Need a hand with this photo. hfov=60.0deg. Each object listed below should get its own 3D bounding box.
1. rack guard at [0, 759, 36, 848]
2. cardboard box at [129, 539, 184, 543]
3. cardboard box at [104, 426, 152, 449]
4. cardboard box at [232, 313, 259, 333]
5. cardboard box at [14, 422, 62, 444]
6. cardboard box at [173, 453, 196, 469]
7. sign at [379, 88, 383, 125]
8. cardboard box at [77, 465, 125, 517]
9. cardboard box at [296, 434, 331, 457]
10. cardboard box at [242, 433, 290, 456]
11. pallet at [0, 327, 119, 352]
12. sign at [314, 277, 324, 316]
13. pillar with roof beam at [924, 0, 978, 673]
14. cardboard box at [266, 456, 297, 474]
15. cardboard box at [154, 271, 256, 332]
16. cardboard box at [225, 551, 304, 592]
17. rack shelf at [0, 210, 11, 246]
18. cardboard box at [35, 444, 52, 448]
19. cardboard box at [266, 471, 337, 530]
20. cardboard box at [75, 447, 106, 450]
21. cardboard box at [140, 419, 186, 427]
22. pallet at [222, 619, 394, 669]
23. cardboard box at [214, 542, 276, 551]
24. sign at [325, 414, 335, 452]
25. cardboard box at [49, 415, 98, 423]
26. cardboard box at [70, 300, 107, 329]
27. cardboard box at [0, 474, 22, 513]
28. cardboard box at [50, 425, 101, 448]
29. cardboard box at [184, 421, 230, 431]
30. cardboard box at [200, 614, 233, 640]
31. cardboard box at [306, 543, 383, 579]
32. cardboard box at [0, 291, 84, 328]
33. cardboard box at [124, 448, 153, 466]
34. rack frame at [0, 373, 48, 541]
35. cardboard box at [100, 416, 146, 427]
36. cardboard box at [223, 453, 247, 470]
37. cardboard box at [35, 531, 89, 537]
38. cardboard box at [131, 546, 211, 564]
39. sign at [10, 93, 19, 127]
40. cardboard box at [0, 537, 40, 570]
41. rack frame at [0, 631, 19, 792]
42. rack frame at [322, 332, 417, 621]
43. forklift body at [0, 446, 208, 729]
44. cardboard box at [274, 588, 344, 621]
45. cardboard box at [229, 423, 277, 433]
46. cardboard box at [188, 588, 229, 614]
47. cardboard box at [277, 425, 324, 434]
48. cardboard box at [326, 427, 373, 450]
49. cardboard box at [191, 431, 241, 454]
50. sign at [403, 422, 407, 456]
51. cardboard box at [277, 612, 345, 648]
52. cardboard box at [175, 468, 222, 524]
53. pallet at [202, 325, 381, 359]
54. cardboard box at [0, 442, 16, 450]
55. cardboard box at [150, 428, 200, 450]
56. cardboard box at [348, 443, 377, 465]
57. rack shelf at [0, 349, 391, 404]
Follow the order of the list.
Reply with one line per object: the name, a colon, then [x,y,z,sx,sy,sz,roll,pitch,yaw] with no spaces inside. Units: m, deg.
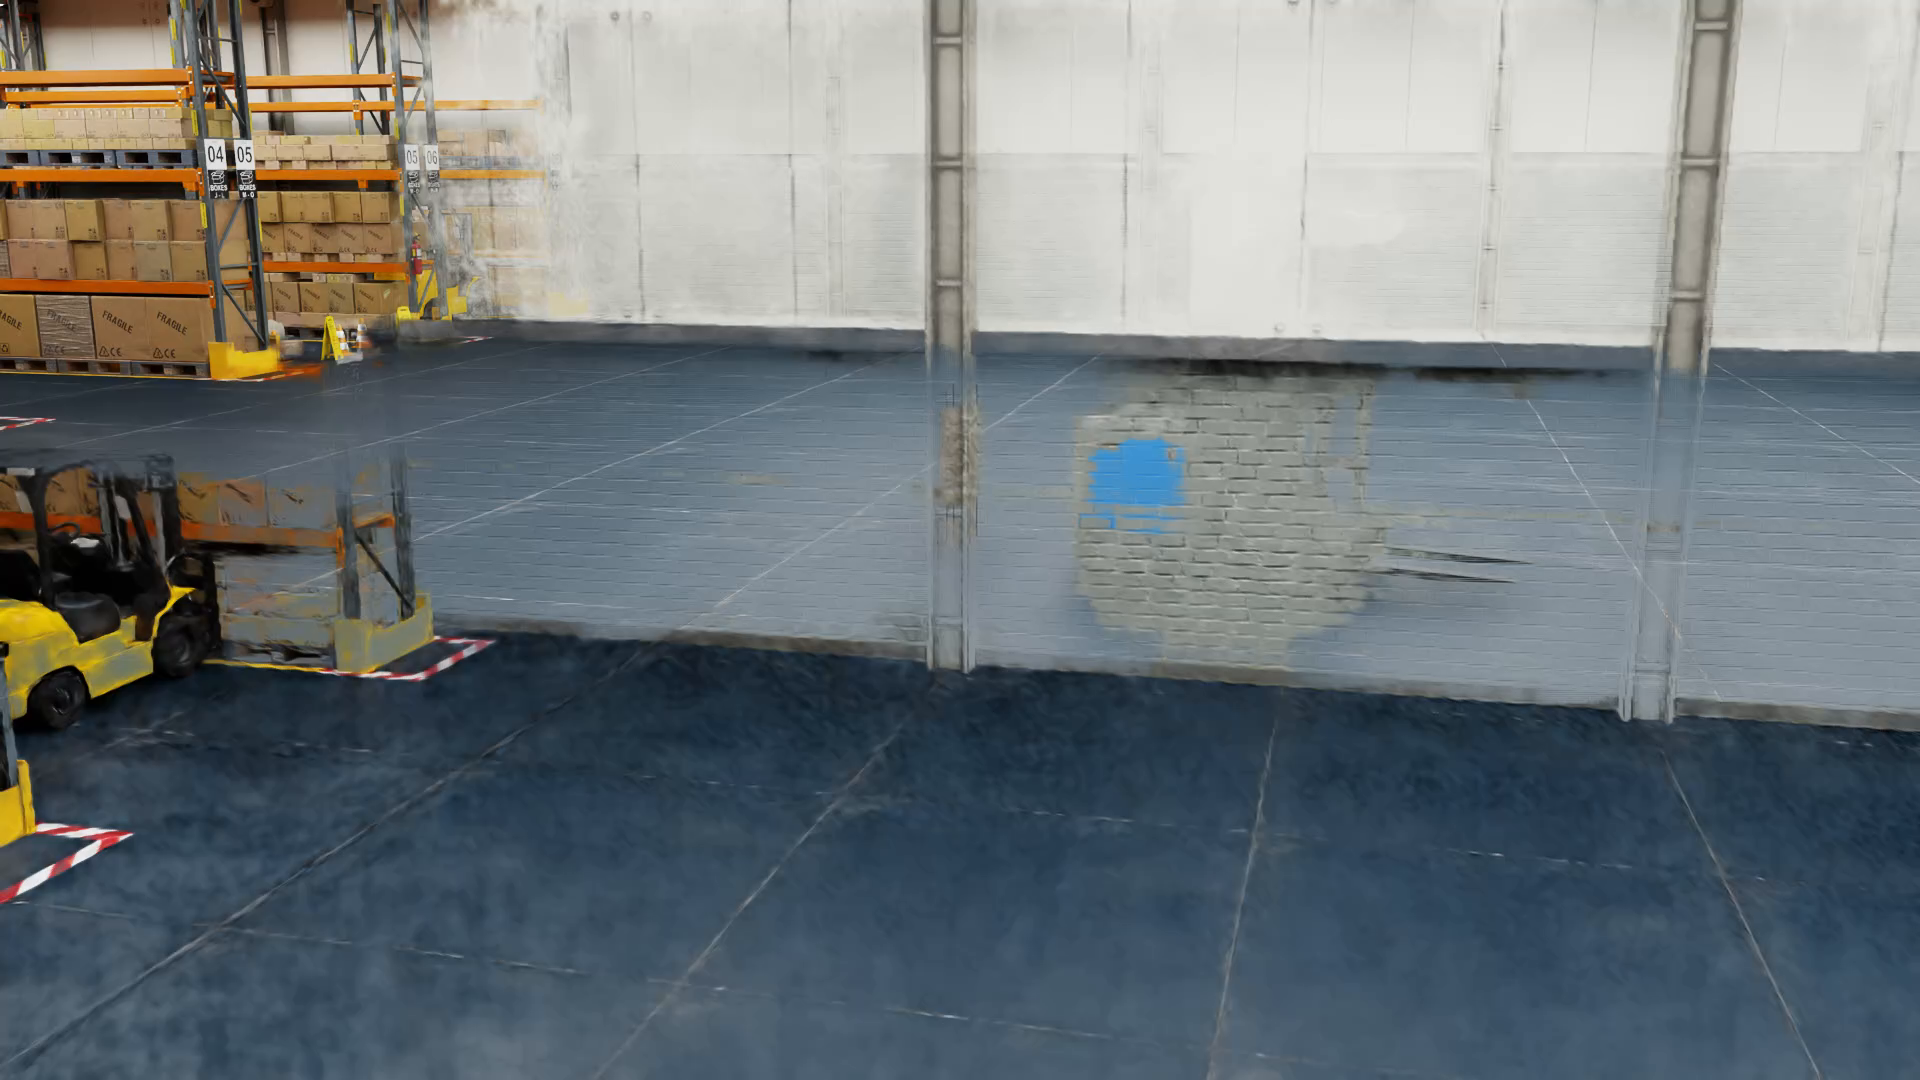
rack guard: [-8.983,-3.615,27.968,0.348,0.500,1.175,3,13,14]
cardboard box: [-10.100,-5.397,33.297,0.500,0.250,0.500,3,13,14]
cardboard box: [-10.099,-6.465,32.625,0.250,0.149,0.380,3,13,13]
cardboard box: [-8.601,-7.451,31.937,0.250,0.149,0.380,3,13,12]
cardboard box: [-11.089,-6.524,32.893,0.250,0.149,0.380,3,13,14]
cardboard box: [-9.379,-6.262,32.396,0.250,0.149,0.380,3,13,14]
sign: [-7.585,-9.454,32.141,0.005,0.325,0.100,3,13,14]
cardboard box: [-10.237,-6.005,32.735,0.500,0.500,0.500,3,13,13]
cardboard box: [-8.122,-6.361,32.156,0.250,0.149,0.380,3,13,14]
cardboard box: [-8.629,-6.375,32.219,0.250,0.149,0.380,3,13,15]
pallet: [-10.773,-7.466,32.830,1.213,0.211,1.003,3,13,14]
sign: [-7.867,-7.620,31.462,0.005,0.325,0.100,3,13,14]
pillar with roof beam: [-3.390,-7.814,27.268,0.400,9.000,9.100,3,13,14]
cardboard box: [-8.383,-6.207,32.151,0.250,0.149,0.380,3,13,14]
cardboard box: [-9.182,-7.689,32.200,0.500,0.500,0.700,3,13,14]
cardboard box: [-8.743,-5.210,32.455,0.500,0.250,0.500,3,13,15]
rack shelf: [-13.549,-8.570,33.260,4.000,0.370,1.077,3,13,14]
cardboard box: [-10.849,-6.356,32.822,0.250,0.149,0.380,3,13,13]
cardboard box: [-8.264,-5.895,32.240,0.500,0.500,0.500,3,13,12]
cardboard box: [-10.373,-6.314,32.631,0.250,0.149,0.380,3,13,13]
cardboard box: [-9.989,-6.568,33.089,0.250,0.149,0.380,3,13,13]
pallet: [-8.476,-4.545,32.826,1.213,0.211,1.003,3,13,14]
cardboard box: [-9.114,-5.345,33.061,0.500,0.250,0.500,3,13,13]
sign: [-7.867,-6.443,31.723,0.005,0.325,0.100,3,13,14]
cardboard box: [-10.991,-6.619,33.321,0.250,0.149,0.380,3,13,12]
cardboard box: [-10.239,-7.595,32.319,0.258,0.266,0.396,3,13,12]
cardboard box: [-11.239,-6.054,32.958,0.500,0.500,0.500,3,13,12]
cardboard box: [-10.618,-6.474,32.667,0.250,0.149,0.380,3,13,15]
cardboard box: [-9.493,-6.535,32.941,0.250,0.149,0.380,3,13,14]
cardboard box: [-9.220,-4.752,32.698,0.500,0.250,0.500,3,13,14]
cardboard box: [-8.145,-5.291,32.821,0.500,0.250,0.500,3,13,13]
cardboard box: [-10.858,-7.664,32.523,0.500,0.311,0.500,3,13,15]
cardboard box: [-9.864,-6.293,32.535,0.250,0.149,0.380,3,13,12]
rack frame: [-11.607,-6.083,33.320,0.127,3.000,1.000,3,13,14]
cardboard box: [-10.473,-6.609,33.272,0.250,0.149,0.380,3,13,12]
cardboard box: [-8.858,-6.249,32.338,0.250,0.149,0.380,3,13,13]
cardboard box: [-11.083,-5.449,33.533,0.500,0.250,0.500,3,13,15]
cardboard box: [-9.725,-5.262,32.689,0.500,0.250,0.500,3,13,12]
sign: [-11.450,-9.661,33.073,0.005,0.325,0.100,3,13,14]
cardboard box: [-11.213,-5.343,33.054,0.500,0.250,0.500,3,13,13]
rack frame: [-8.909,-4.832,27.679,0.127,3.000,1.000,3,13,14]
rack frame: [-7.724,-5.876,32.385,0.127,3.000,1.000,3,13,14]
forklift body: [-10.002,-5.176,31.191,1.214,2.155,2.313,3,13,14]
cardboard box: [-8.271,-4.942,32.401,0.500,0.250,0.500,3,13,13]
cardboard box: [-9.003,-6.505,32.804,0.250,0.149,0.380,3,13,15]
cardboard box: [-9.262,-4.993,32.629,0.500,0.250,0.500,3,13,12]
cardboard box: [-8.504,-6.480,32.694,0.250,0.149,0.380,3,13,15]
cardboard box: [-7.999,-6.449,32.553,0.250,0.149,0.380,3,13,12]
cardboard box: [-9.133,-6.394,32.304,0.250,0.149,0.380,3,13,15]
sign: [-7.585,-6.454,32.807,0.005,0.325,0.100,3,13,14]
cardboard box: [-8.256,-4.696,32.448,0.500,0.250,0.500,3,13,14]
cardboard box: [-9.264,-5.950,32.490,0.500,0.500,0.500,3,13,12]
pallet: [-8.404,-7.339,32.259,1.213,0.211,1.003,3,13,14]
cardboard box: [-11.361,-6.377,32.915,0.250,0.149,0.380,3,13,13]
cardboard box: [-9.613,-6.439,32.509,0.250,0.149,0.380,3,13,14]
cardboard box: [-7.991,-6.314,32.629,0.250,0.149,0.380,3,13,12]
rack shelf: [-9.665,-7.093,32.606,4.000,0.370,1.077,3,13,14]
